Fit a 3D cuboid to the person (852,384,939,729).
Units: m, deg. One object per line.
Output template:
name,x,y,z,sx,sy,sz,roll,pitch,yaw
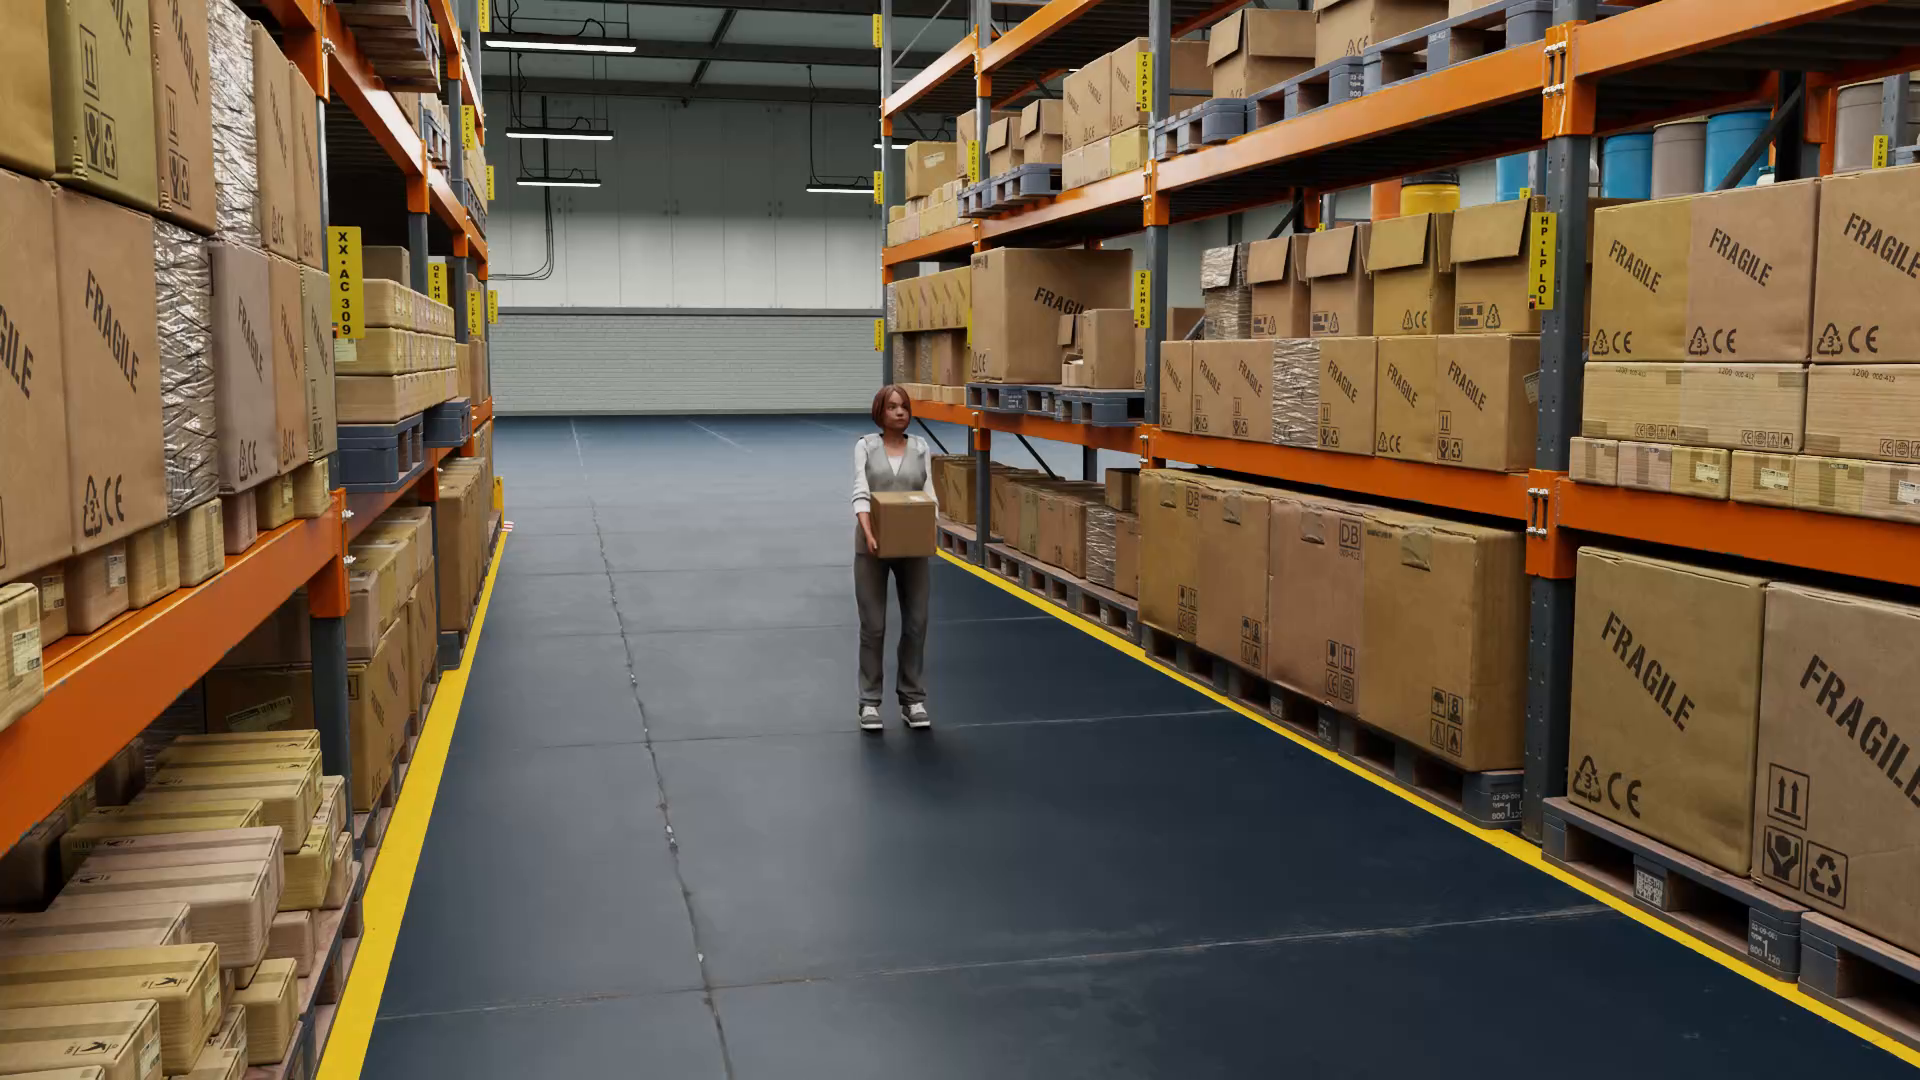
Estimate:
person,-0.293,0.084,7.643,0.406,1.588,0.500,-2,7,-13
